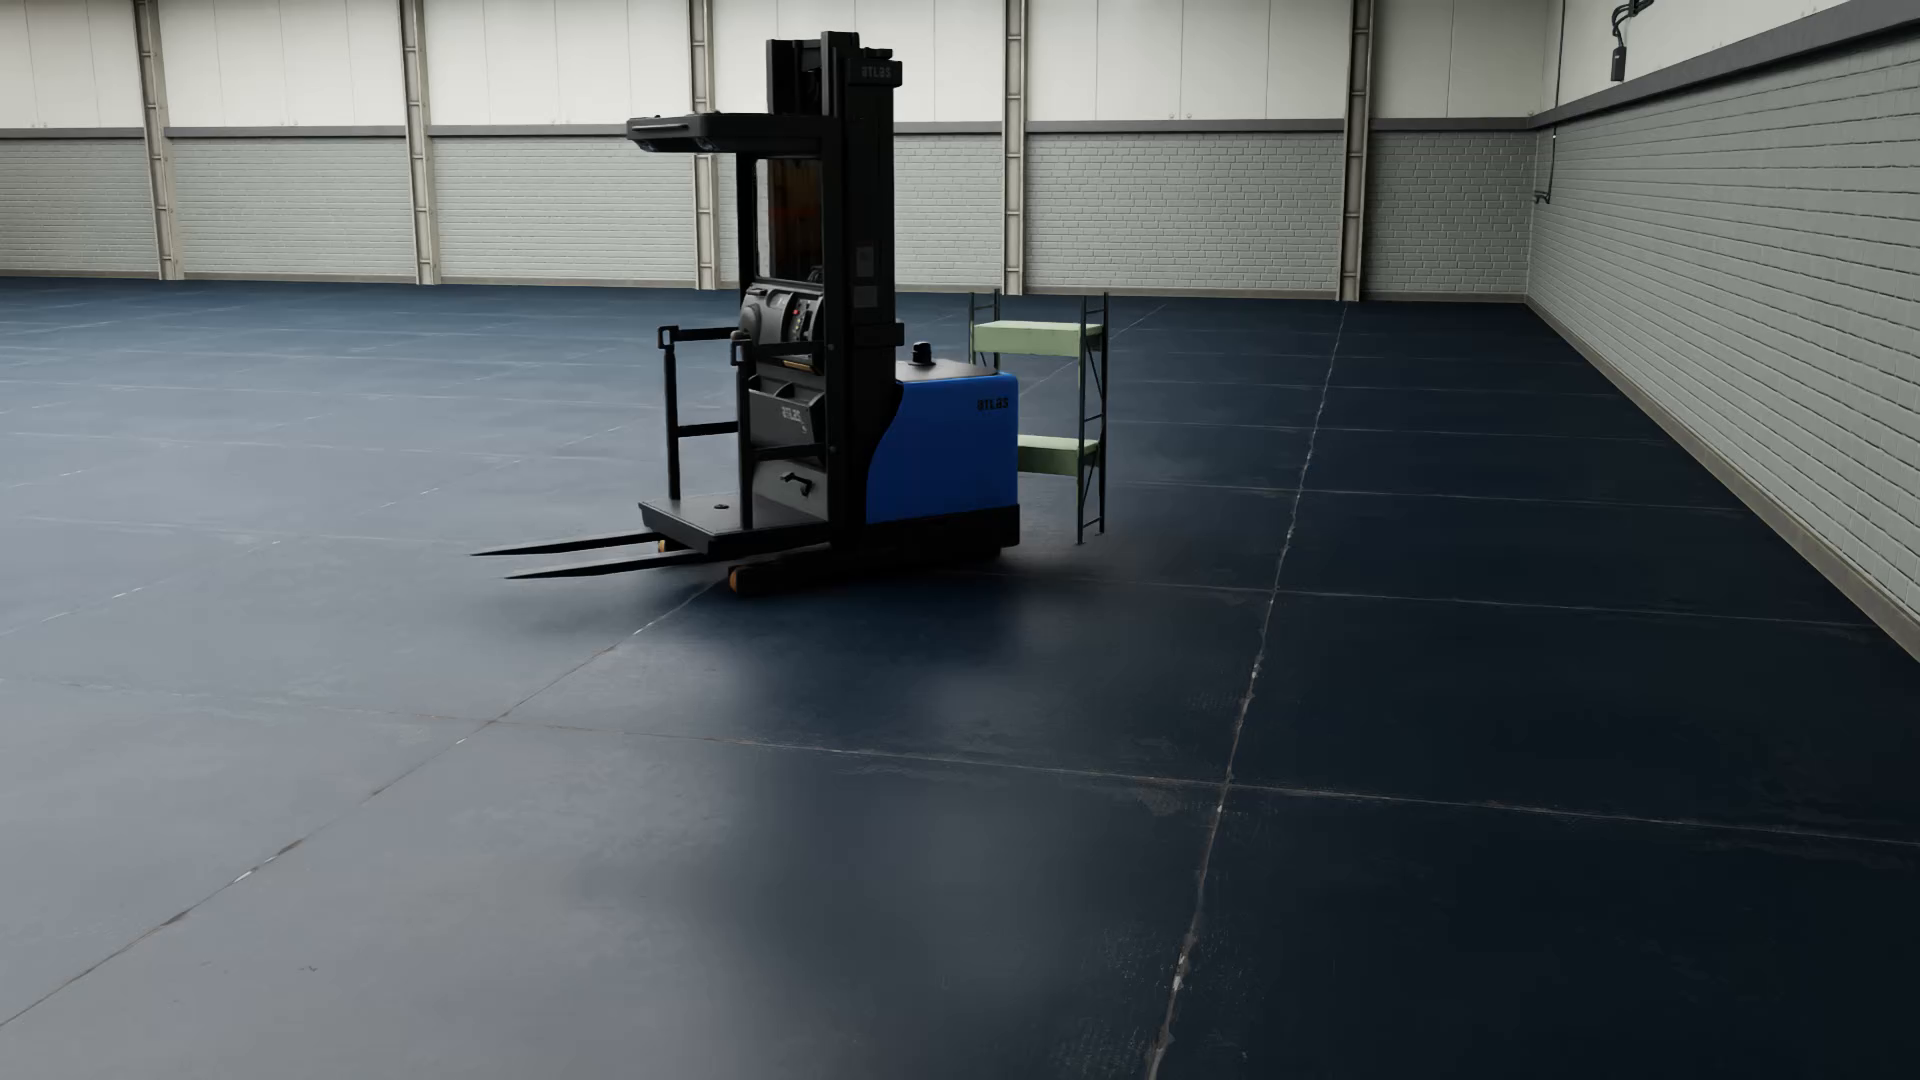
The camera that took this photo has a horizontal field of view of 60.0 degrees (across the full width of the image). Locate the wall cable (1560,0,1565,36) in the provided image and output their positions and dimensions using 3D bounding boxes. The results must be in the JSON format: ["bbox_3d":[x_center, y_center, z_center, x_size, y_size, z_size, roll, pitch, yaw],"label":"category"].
[{"bbox_3d":[8.704,-8.552,23.513,0.112,2.526,3.097,3,13,14],"label":"wall cable"}]

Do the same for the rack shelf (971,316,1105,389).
[{"bbox_3d":[0.480,-1.154,10.172,0.720,0.370,0.431,6,14,25],"label":"rack shelf"}]

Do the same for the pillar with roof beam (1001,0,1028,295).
[{"bbox_3d":[-0.047,-8.008,25.553,0.400,9.000,9.100,3,13,14],"label":"pillar with roof beam"}]

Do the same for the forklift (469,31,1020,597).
[{"bbox_3d":[-1.170,-1.259,9.140,3.031,2.935,1.130,-8,15,-31],"label":"forklift"}]

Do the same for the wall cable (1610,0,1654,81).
[{"bbox_3d":[7.063,-7.836,16.925,0.169,6.003,2.305,3,13,14],"label":"wall cable"}]

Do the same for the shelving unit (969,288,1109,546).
[{"bbox_3d":[0.480,-0.773,10.256,0.755,1.500,0.431,6,14,25],"label":"shelving unit"}]

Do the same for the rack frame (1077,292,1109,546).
[{"bbox_3d":[0.809,-0.738,10.099,0.023,1.500,0.400,6,14,25],"label":"rack frame"}]

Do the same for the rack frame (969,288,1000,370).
[{"bbox_3d":[0.152,-0.808,10.414,0.023,1.500,0.400,6,14,25],"label":"rack frame"}]

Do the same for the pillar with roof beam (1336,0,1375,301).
[{"bbox_3d":[5.778,-7.697,24.149,0.400,9.000,9.100,3,13,14],"label":"pillar with roof beam"}]

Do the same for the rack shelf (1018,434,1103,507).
[{"bbox_3d":[0.480,-0.455,10.327,0.720,0.370,0.431,6,14,25],"label":"rack shelf"}]

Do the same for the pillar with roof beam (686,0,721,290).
[{"bbox_3d":[-5.873,-8.320,26.956,0.400,9.000,9.100,3,13,14],"label":"pillar with roof beam"}]

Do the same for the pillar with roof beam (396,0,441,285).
[{"bbox_3d":[-11.698,-8.631,28.360,0.400,9.000,9.100,3,13,14],"label":"pillar with roof beam"}]

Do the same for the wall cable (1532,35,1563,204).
[{"bbox_3d":[9.353,-6.655,26.624,0.112,2.526,3.097,3,13,14],"label":"wall cable"}]

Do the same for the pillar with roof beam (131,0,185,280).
[{"bbox_3d":[-17.523,-8.942,29.763,0.400,9.000,9.100,3,13,14],"label":"pillar with roof beam"}]
